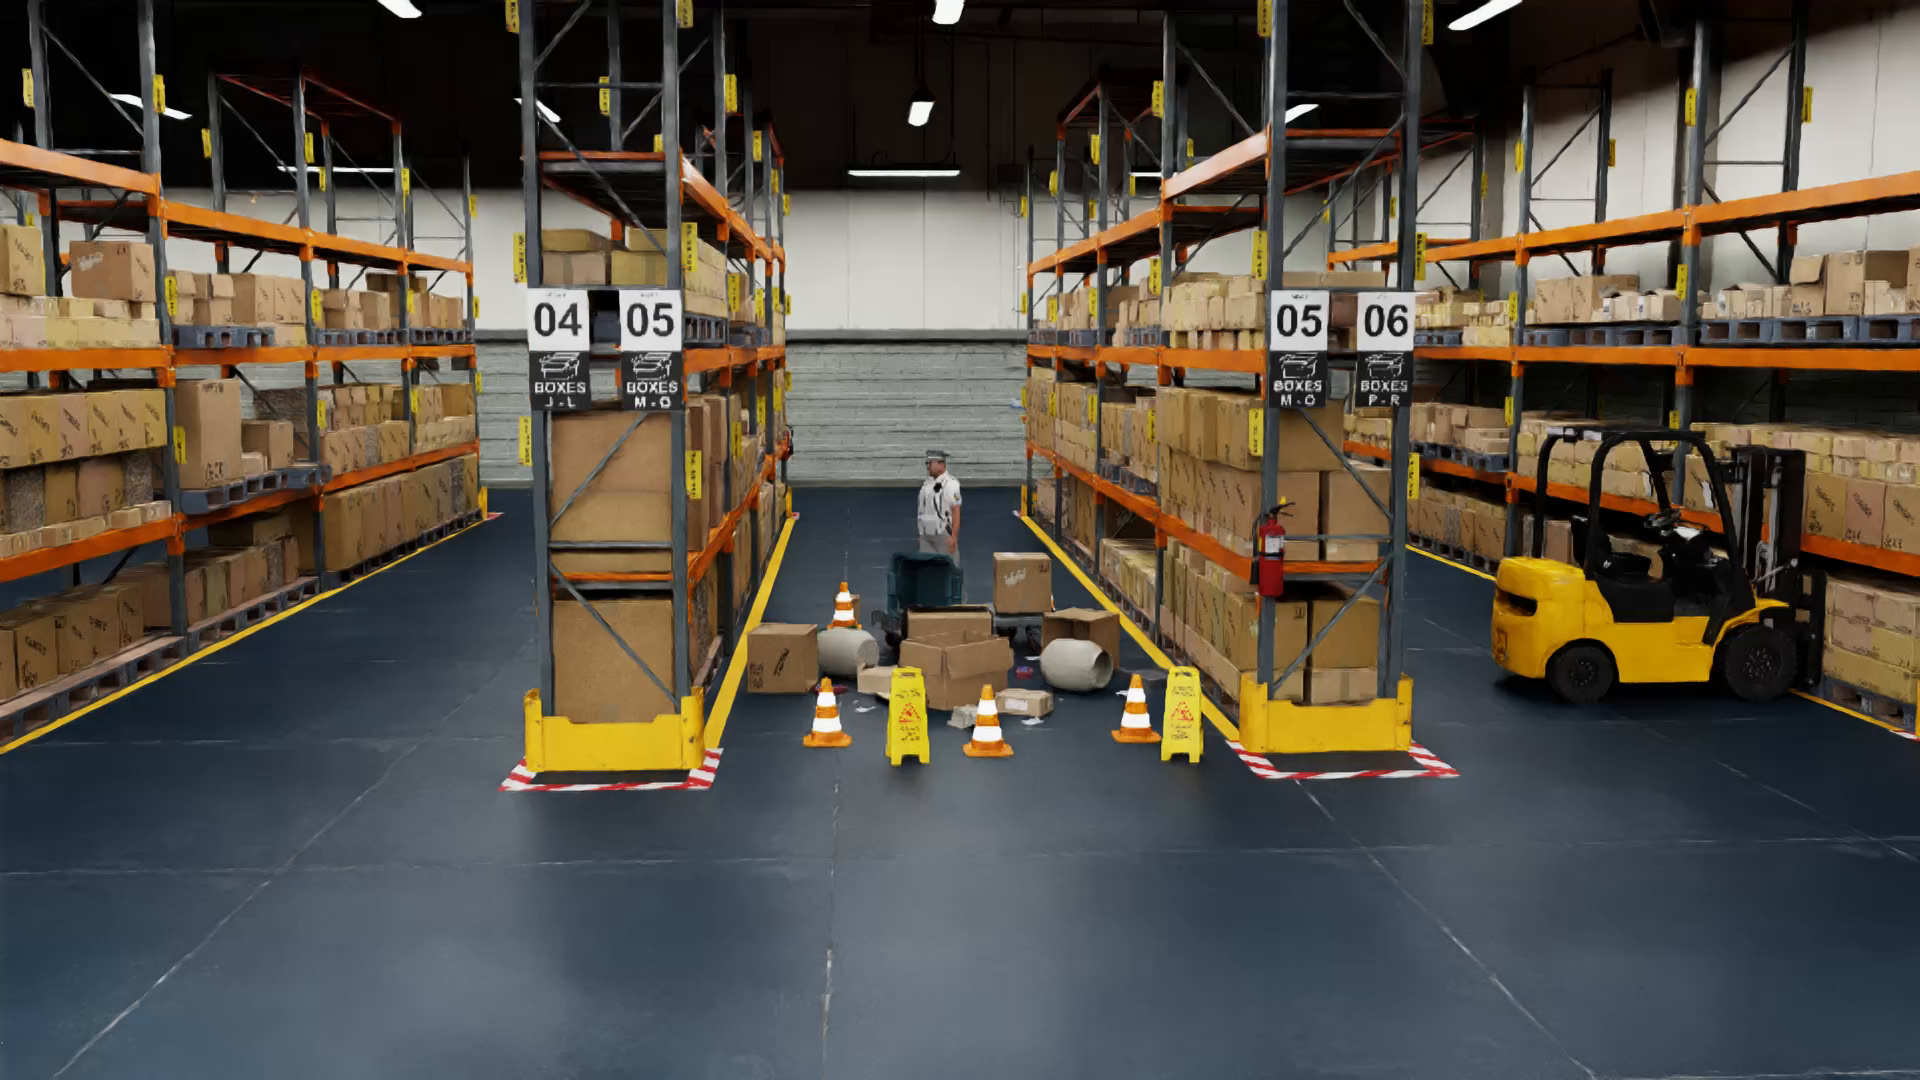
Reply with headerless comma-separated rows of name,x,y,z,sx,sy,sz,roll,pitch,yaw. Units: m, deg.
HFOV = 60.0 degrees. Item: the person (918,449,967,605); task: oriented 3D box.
person,-0.230,-0.065,17.217,0.680,1.754,0.625,-6,9,-43
